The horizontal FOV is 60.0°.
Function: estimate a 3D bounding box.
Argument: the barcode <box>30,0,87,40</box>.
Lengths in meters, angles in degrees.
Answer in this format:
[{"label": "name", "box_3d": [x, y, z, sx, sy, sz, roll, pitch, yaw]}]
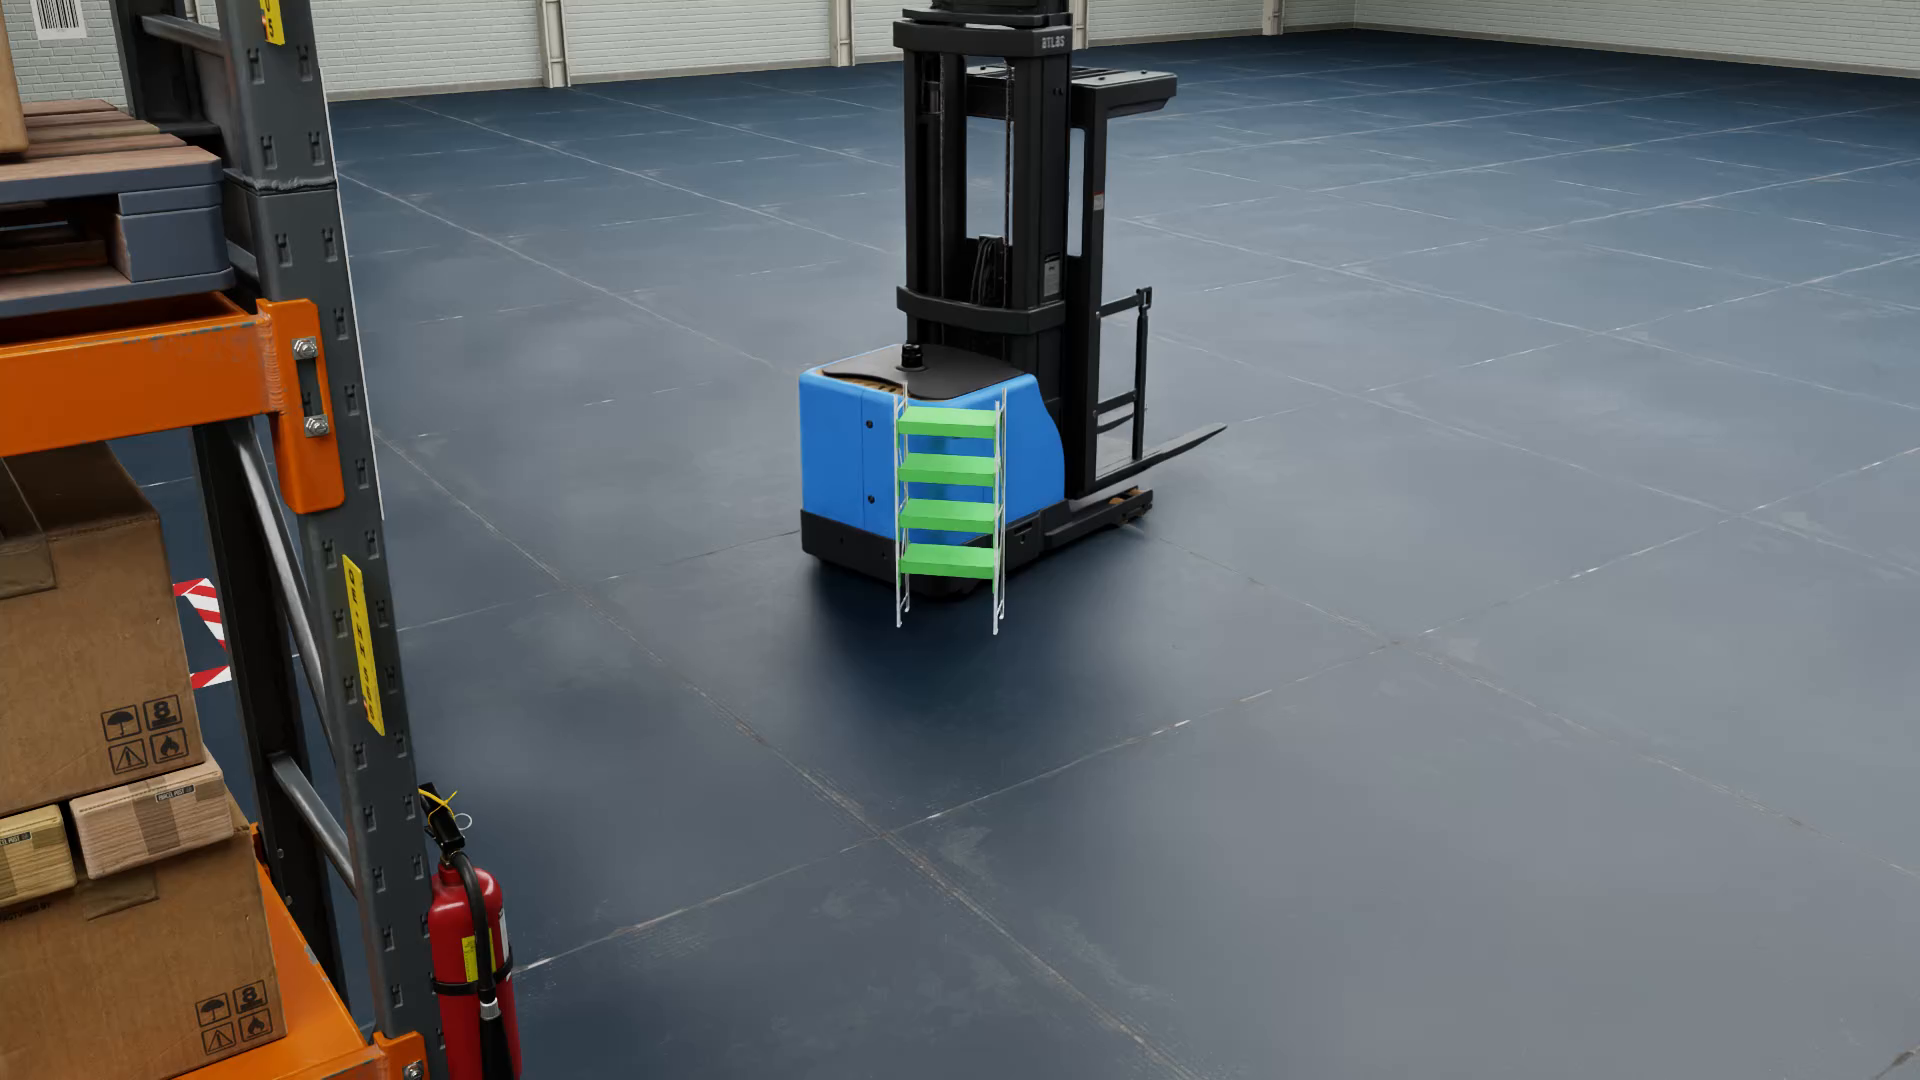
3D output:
[{"label": "barcode", "box_3d": [-1.342, -0.780, 2.474, 0.075, 0.075, 0.001, -15, 26, -33]}]

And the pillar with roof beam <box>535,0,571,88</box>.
[{"label": "pillar with roof beam", "box_3d": [-4.687, -10.992, 24.800, 0.400, 9.000, 9.100, -15, 26, -33]}]

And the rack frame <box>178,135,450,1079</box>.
[{"label": "rack frame", "box_3d": [-1.379, 0.672, 3.665, 0.127, 3.000, 1.000, -15, 26, -33]}]

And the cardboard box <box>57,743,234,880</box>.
[{"label": "cardboard box", "box_3d": [-1.577, 0.465, 3.175, 0.250, 0.149, 0.380, -15, 26, -34]}]

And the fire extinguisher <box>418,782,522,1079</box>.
[{"label": "fire extinguisher", "box_3d": [-1.011, 0.822, 3.393, 0.183, 0.674, 0.296, -15, 26, -33]}]

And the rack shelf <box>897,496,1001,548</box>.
[{"label": "rack shelf", "box_3d": [-0.046, -0.090, 8.175, 0.480, 0.148, 0.258, 4, 22, 9]}]

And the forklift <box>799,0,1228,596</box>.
[{"label": "forklift", "box_3d": [0.477, -1.546, 9.317, 1.130, 2.935, 3.031, 18, 28, 37]}]

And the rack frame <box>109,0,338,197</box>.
[{"label": "rack frame", "box_3d": [-1.379, -2.114, 2.553, 0.127, 3.000, 1.000, -15, 26, -33]}]

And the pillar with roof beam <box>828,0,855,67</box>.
[{"label": "pillar with roof beam", "box_3d": [0.183, -12.291, 28.055, 0.400, 9.000, 9.100, -15, 26, -33]}]

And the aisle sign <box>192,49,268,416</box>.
[{"label": "aisle sign", "box_3d": [-1.504, -0.642, 3.449, 0.004, 0.787, 0.394, -15, 26, -33]}]

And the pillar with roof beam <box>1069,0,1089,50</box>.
[{"label": "pillar with roof beam", "box_3d": [5.054, -13.589, 31.310, 0.400, 9.000, 9.100, -15, 26, -33]}]

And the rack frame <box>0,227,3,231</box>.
[{"label": "rack frame", "box_3d": [-4.268, -0.819, 7.401, 0.127, 3.000, 1.000, -15, 26, -33]}]

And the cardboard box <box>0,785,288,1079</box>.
[{"label": "cardboard box", "box_3d": [-1.765, 0.723, 3.402, 0.500, 0.500, 0.700, -15, 26, -33]}]

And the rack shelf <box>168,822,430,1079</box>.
[{"label": "rack shelf", "box_3d": [-3.002, 1.439, 2.713, 4.000, 0.370, 1.077, -15, 26, -33]}]

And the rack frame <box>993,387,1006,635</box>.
[{"label": "rack frame", "box_3d": [0.194, -0.133, 8.111, 0.015, 1.200, 0.240, 4, 22, 9]}]

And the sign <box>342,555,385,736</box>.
[{"label": "sign", "box_3d": [-1.073, 0.191, 2.989, 0.005, 0.325, 0.100, -15, 26, -33]}]

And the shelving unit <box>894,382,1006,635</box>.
[{"label": "shelving unit", "box_3d": [-0.046, -0.149, 8.151, 0.503, 1.200, 0.258, 4, 22, 9]}]

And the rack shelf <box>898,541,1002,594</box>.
[{"label": "rack shelf", "box_3d": [-0.046, 0.133, 8.263, 0.480, 0.148, 0.258, 4, 22, 9]}]

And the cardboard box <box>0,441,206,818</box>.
[{"label": "cardboard box", "box_3d": [-1.808, 0.132, 3.133, 0.500, 0.500, 0.700, -15, 26, -33]}]

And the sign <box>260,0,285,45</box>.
[{"label": "sign", "box_3d": [-1.073, -0.929, 2.543, 0.005, 0.325, 0.100, -15, 26, -33]}]

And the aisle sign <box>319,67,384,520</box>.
[{"label": "aisle sign", "box_3d": [-1.154, -0.461, 2.997, 0.004, 0.787, 0.394, -15, 26, -33]}]

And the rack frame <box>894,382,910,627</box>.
[{"label": "rack frame", "box_3d": [-0.286, -0.165, 8.191, 0.015, 1.200, 0.240, 4, 22, 9]}]

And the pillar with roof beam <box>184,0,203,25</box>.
[{"label": "pillar with roof beam", "box_3d": [-9.557, -9.693, 21.546, 0.400, 9.000, 9.100, -15, 26, -33]}]

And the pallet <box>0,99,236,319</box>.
[{"label": "pallet", "box_3d": [-1.968, -0.535, 2.761, 1.213, 0.211, 1.003, -15, 26, -33]}]

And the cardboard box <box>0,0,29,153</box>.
[{"label": "cardboard box", "box_3d": [-1.847, -0.906, 2.677, 0.637, 0.503, 0.797, -13, 25, -29]}]

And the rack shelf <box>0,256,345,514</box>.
[{"label": "rack shelf", "box_3d": [-3.002, 0.046, 2.157, 4.000, 0.370, 1.077, -15, 26, -33]}]

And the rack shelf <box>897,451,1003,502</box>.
[{"label": "rack shelf", "box_3d": [-0.046, -0.313, 8.086, 0.480, 0.148, 0.258, 4, 22, 9]}]

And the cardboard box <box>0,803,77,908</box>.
[{"label": "cardboard box", "box_3d": [-1.789, 0.522, 3.032, 0.250, 0.149, 0.380, -14, 26, -32]}]

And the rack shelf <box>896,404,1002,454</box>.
[{"label": "rack shelf", "box_3d": [-0.046, -0.535, 7.997, 0.480, 0.148, 0.258, 4, 22, 9]}]

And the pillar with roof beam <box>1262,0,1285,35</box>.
[{"label": "pillar with roof beam", "box_3d": [9.924, -14.888, 34.564, 0.400, 9.000, 9.100, -15, 26, -33]}]
